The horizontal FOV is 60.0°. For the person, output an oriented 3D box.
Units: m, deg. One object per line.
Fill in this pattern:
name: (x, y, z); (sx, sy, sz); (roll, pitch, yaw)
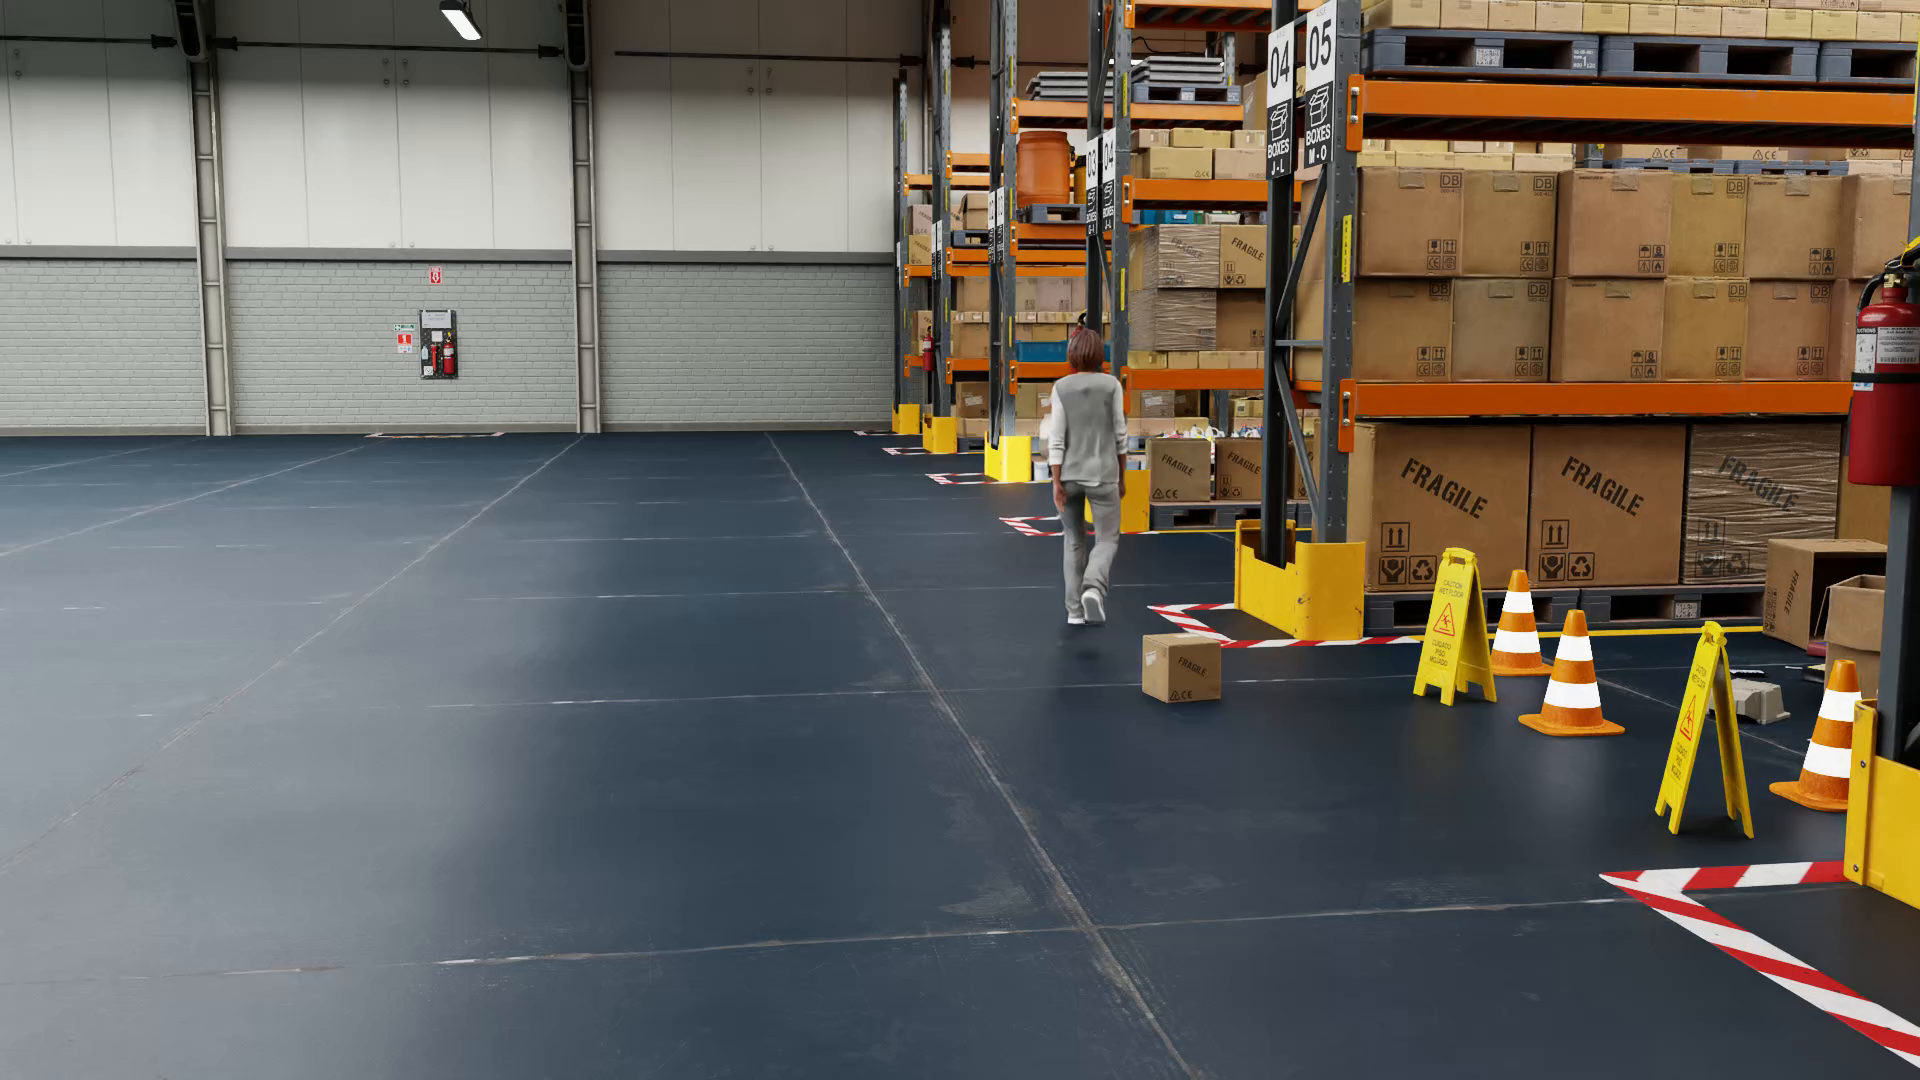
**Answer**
person: (0.652, -0.301, 8.523); (0.398, 1.560, 0.828); (1, 7, 11)
